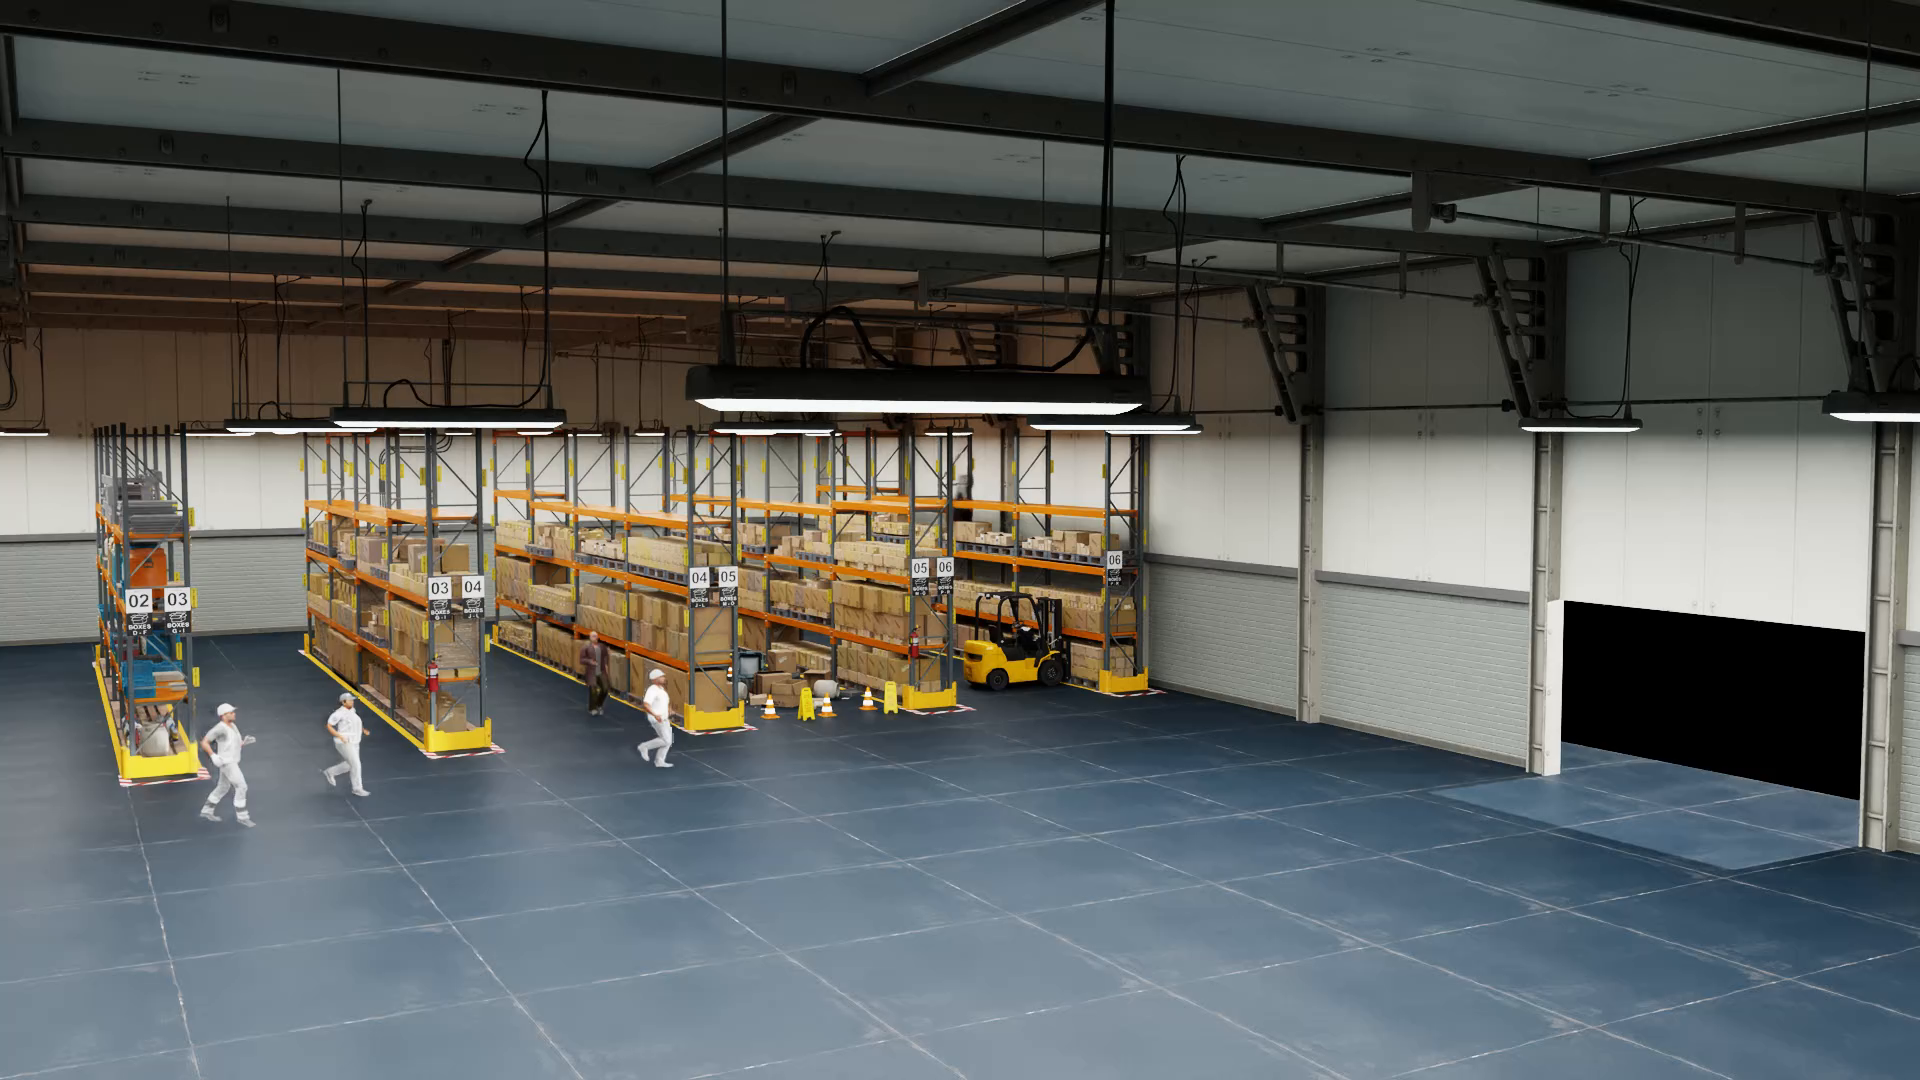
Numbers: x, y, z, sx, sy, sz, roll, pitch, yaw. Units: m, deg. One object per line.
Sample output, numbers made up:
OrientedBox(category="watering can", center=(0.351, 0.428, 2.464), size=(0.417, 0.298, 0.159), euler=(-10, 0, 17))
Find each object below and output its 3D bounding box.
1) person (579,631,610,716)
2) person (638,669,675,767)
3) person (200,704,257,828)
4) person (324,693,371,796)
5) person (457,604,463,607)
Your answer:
OrientedBox(category="person", center=(-7.485, 2.769, 34.296), size=(0.694, 1.763, 0.672), euler=(-2, 4, -32))
OrientedBox(category="person", center=(-5.303, 3.109, 28.994), size=(0.590, 1.717, 0.712), euler=(0, 3, 5))
OrientedBox(category="person", center=(-10.799, 3.328, 24.524), size=(0.818, 1.838, 0.652), euler=(-1, 4, -9))
OrientedBox(category="person", center=(-9.896, 3.295, 26.802), size=(0.817, 1.657, 0.607), euler=(0, 3, 8))
OrientedBox(category="person", center=(-13.890, 2.109, 45.746), size=(0.692, 1.675, 0.605), euler=(-1, 4, -18))
